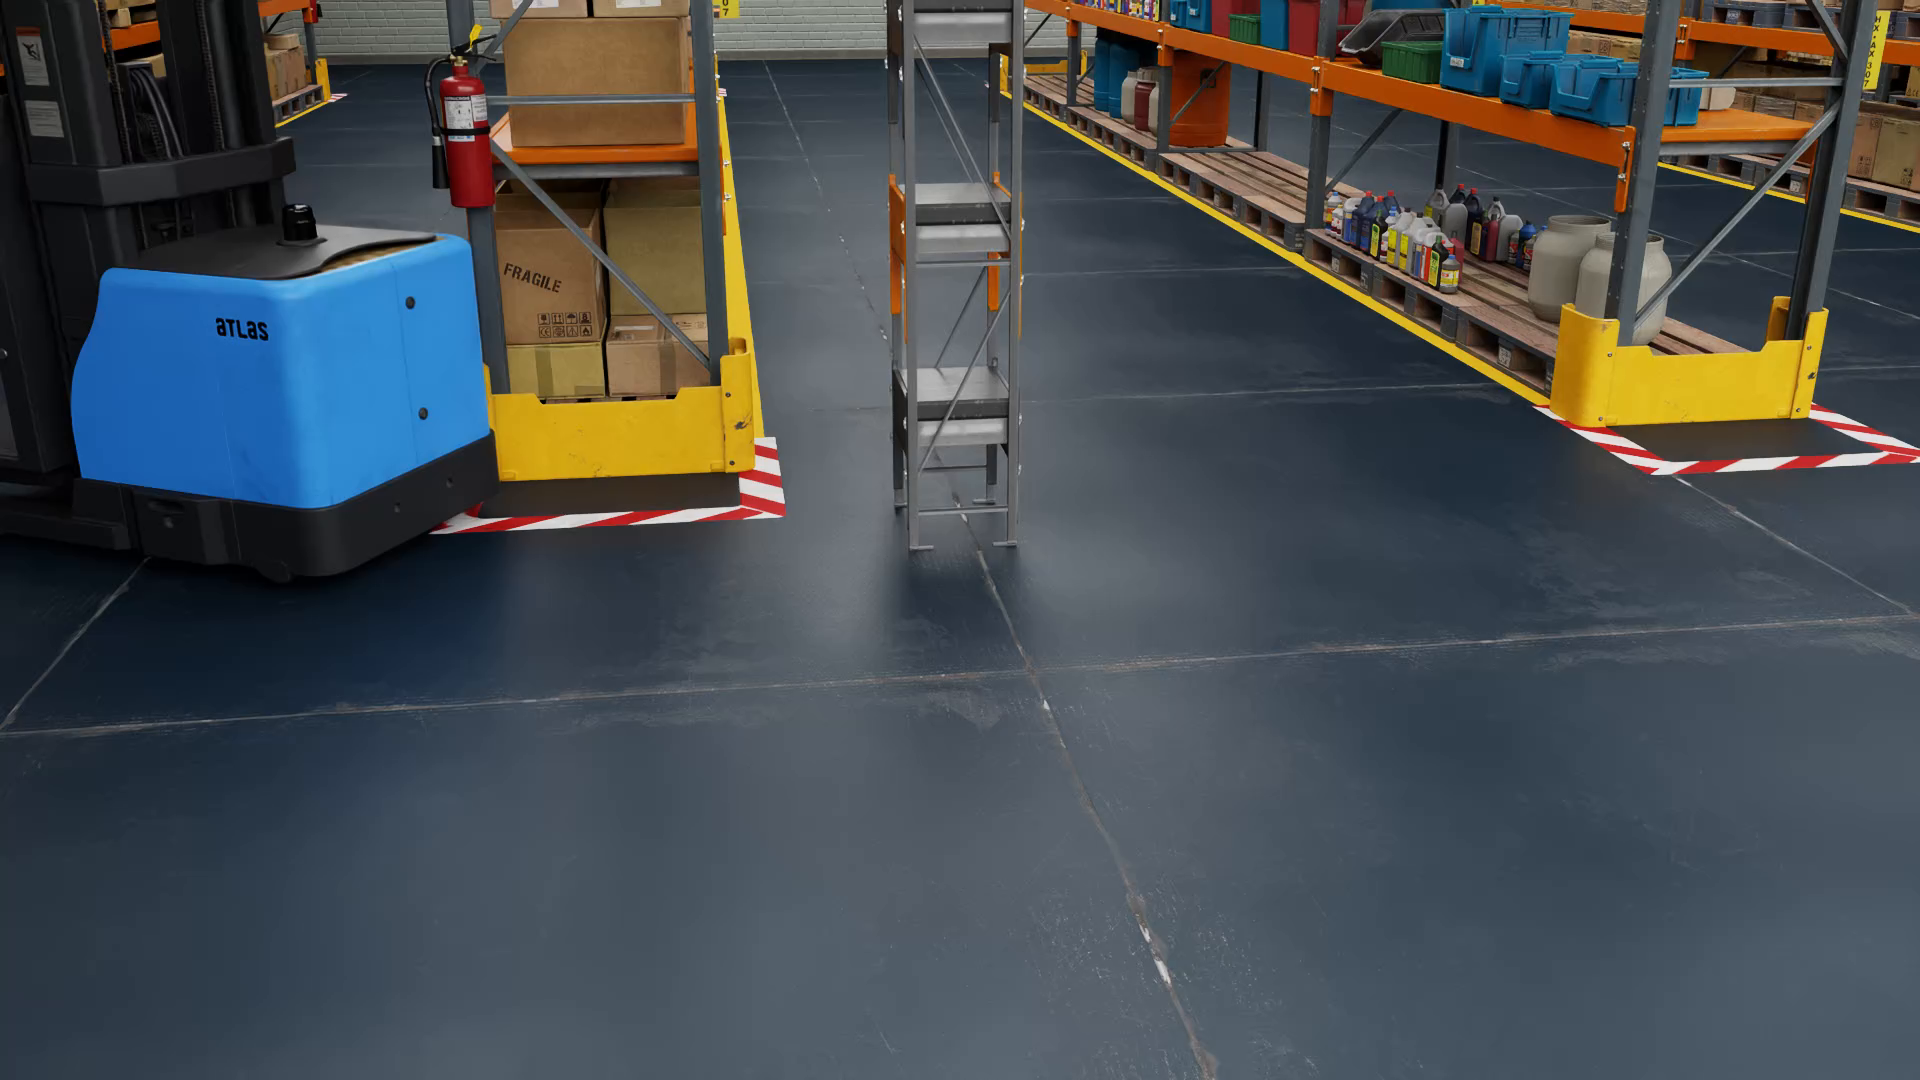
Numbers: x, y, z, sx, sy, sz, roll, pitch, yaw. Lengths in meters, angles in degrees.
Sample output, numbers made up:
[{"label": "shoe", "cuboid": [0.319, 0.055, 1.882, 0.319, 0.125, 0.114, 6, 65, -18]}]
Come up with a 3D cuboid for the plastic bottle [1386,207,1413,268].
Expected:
[{"label": "plastic bottle", "cuboid": [2.654, -1.818, 9.954, 0.144, 0.351, 0.185, -3, 21, -8]}]

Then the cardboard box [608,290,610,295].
[{"label": "cardboard box", "cuboid": [-1.994, -1.157, 8.357, 0.500, 0.250, 0.500, -3, 21, -8]}]

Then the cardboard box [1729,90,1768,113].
[{"label": "cardboard box", "cuboid": [7.300, -3.805, 15.060, 0.700, 0.500, 0.500, -4, 21, -11]}]

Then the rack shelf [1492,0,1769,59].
[{"label": "rack shelf", "cuboid": [6.896, -5.356, 17.297, 1.077, 0.370, 4.000, -3, 21, -8]}]

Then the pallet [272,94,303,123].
[{"label": "pallet", "cuboid": [-8.309, -5.020, 19.356, 1.003, 0.211, 1.213, -3, 21, -8]}]

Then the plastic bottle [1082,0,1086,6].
[{"label": "plastic bottle", "cuboid": [1.356, -5.886, 17.856, 0.061, 0.283, 0.133, -3, 21, -8]}]

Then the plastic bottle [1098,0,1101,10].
[{"label": "plastic bottle", "cuboid": [1.465, -5.625, 17.156, 0.061, 0.283, 0.133, -3, 21, -8]}]

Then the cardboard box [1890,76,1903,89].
[{"label": "cardboard box", "cuboid": [11.757, -5.696, 20.655, 0.380, 0.149, 0.250, -2, 21, -6]}]

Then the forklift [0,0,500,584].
[{"label": "forklift", "cuboid": [-3.375, -1.524, 6.109, 3.031, 2.935, 1.130, 7, 22, 19]}]

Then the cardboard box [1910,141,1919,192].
[{"label": "cardboard box", "cuboid": [7.693, -2.864, 12.542, 0.700, 0.500, 0.500, -5, 21, -12]}]

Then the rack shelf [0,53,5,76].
[{"label": "rack shelf", "cuboid": [-7.232, -3.222, 11.583, 1.077, 0.370, 4.000, -3, 21, -8]}]

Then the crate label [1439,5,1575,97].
[{"label": "crate label", "cuboid": [2.903, -2.621, 8.896, 0.502, 0.435, 0.616, -3, 21, -8]}]

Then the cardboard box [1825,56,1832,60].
[{"label": "cardboard box", "cuboid": [11.142, -6.117, 20.930, 0.380, 0.149, 0.250, -2, 21, -6]}]

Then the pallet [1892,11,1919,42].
[{"label": "pallet", "cuboid": [7.794, -3.798, 12.371, 1.003, 0.211, 1.213, -3, 21, -8]}]

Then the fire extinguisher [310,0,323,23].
[{"label": "fire extinguisher", "cuboid": [-8.239, -6.885, 21.008, 0.296, 0.674, 0.183, -3, 21, -8]}]

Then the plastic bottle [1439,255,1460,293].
[{"label": "plastic bottle", "cuboid": [2.737, -1.490, 9.289, 0.097, 0.201, 0.097, 0, 20, 0]}]

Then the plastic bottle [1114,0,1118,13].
[{"label": "plastic bottle", "cuboid": [1.610, -5.409, 16.482, 0.144, 0.351, 0.185, -3, 21, -8]}]

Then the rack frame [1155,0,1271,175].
[{"label": "rack frame", "cuboid": [2.283, -4.751, 14.649, 1.000, 3.000, 0.127, -3, 21, -8]}]

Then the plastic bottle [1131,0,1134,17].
[{"label": "plastic bottle", "cuboid": [1.686, -5.099, 15.866, 0.097, 0.201, 0.097, 0, 20, 0]}]

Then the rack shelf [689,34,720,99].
[{"label": "rack shelf", "cuboid": [-2.331, -3.473, 12.255, 1.077, 0.370, 4.000, -3, 21, -8]}]

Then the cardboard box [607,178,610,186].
[{"label": "cardboard box", "cuboid": [-2.067, -1.682, 8.689, 0.500, 0.500, 0.500, -3, 21, -8]}]

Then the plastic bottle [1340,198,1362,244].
[{"label": "plastic bottle", "cuboid": [2.545, -2.053, 10.690, 0.152, 0.276, 0.135, -2, 21, -6]}]

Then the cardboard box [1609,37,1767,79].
[{"label": "cardboard box", "cuboid": [7.105, -4.442, 16.258, 1.225, 0.875, 0.875, -4, 21, -10]}]

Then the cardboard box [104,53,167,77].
[{"label": "cardboard box", "cuboid": [-7.617, -4.006, 15.126, 0.750, 0.750, 0.750, -3, 21, -8]}]

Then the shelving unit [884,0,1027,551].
[{"label": "shelving unit", "cuboid": [-0.024, -1.041, 6.002, 0.431, 2.100, 0.503, -3, 21, -8]}]

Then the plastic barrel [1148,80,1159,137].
[{"label": "plastic barrel", "cuboid": [2.026, -4.142, 15.973, 0.421, 0.512, 0.421, 0, 20, 0]}]

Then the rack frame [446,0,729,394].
[{"label": "rack frame", "cuboid": [-1.466, -1.732, 6.567, 1.000, 3.000, 0.127, -3, 21, -8]}]

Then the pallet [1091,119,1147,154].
[{"label": "pallet", "cuboid": [1.955, -4.137, 16.990, 1.003, 0.211, 1.213, -3, 21, -8]}]

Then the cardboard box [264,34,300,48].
[{"label": "cardboard box", "cuboid": [-8.275, -6.078, 20.248, 0.380, 0.149, 0.250, -3, 21, -8]}]

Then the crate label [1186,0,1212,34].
[{"label": "crate label", "cuboid": [2.158, -4.410, 13.685, 0.502, 0.435, 0.616, -3, 21, -8]}]

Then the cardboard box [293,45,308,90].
[{"label": "cardboard box", "cuboid": [-8.474, -5.809, 20.455, 0.700, 0.500, 0.500, -3, 21, -8]}]

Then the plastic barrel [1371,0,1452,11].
[{"label": "plastic barrel", "cuboid": [3.104, -3.750, 11.252, 0.600, 0.901, 0.708, -3, 21, -8]}]

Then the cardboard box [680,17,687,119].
[{"label": "cardboard box", "cuboid": [-1.601, -2.123, 7.470, 0.700, 0.500, 0.500, -2, 21, -6]}]

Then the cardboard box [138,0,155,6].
[{"label": "cardboard box", "cuboid": [-7.474, -4.981, 14.670, 0.500, 0.500, 0.500, -3, 21, -8]}]

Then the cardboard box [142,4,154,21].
[{"label": "cardboard box", "cuboid": [-7.571, -4.799, 15.108, 0.380, 0.149, 0.250, -3, 21, -7]}]

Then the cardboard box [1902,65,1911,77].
[{"label": "cardboard box", "cuboid": [11.795, -5.743, 20.354, 0.380, 0.149, 0.250, -2, 21, -5]}]

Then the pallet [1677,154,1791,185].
[{"label": "pallet", "cuboid": [7.295, -3.424, 15.081, 1.003, 0.211, 1.213, -3, 21, -8]}]

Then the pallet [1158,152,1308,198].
[{"label": "pallet", "cuboid": [2.356, -3.174, 14.413, 1.003, 0.211, 1.213, -3, 21, -8]}]

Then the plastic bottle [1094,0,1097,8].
[{"label": "plastic bottle", "cuboid": [1.452, -5.661, 17.370, 0.097, 0.201, 0.097, 0, 20, 0]}]

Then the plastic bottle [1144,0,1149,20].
[{"label": "plastic bottle", "cuboid": [1.756, -4.931, 15.414, 0.097, 0.201, 0.097, 0, 20, 0]}]

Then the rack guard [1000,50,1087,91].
[{"label": "rack guard", "cuboid": [1.113, -6.357, 22.523, 1.175, 0.500, 0.348, -3, 21, -8]}]

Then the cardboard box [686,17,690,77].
[{"label": "cardboard box", "cuboid": [-1.973, -3.011, 9.847, 0.700, 0.500, 0.500, -3, 21, -9]}]

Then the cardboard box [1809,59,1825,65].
[{"label": "cardboard box", "cuboid": [11.068, -6.058, 21.199, 0.380, 0.149, 0.250, -2, 21, -6]}]

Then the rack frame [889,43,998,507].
[{"label": "rack frame", "cuboid": [-0.059, -1.125, 6.228, 0.400, 2.100, 0.015, -3, 21, -8]}]

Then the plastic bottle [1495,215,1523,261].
[{"label": "plastic bottle", "cuboid": [3.331, -1.853, 10.154, 0.152, 0.276, 0.135, -3, 21, -7]}]

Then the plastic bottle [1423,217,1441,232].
[{"label": "plastic bottle", "cuboid": [2.797, -1.799, 10.010, 0.152, 0.276, 0.135, -3, 21, -8]}]

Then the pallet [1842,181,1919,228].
[{"label": "pallet", "cuboid": [7.647, -2.579, 12.819, 1.003, 0.211, 1.213, -3, 21, -8]}]

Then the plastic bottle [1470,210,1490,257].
[{"label": "plastic bottle", "cuboid": [3.214, -1.899, 10.266, 0.061, 0.283, 0.133, -3, 21, -8]}]

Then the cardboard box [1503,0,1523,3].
[{"label": "cardboard box", "cuboid": [6.426, -6.260, 18.548, 0.500, 0.500, 0.500, -3, 21, -8]}]

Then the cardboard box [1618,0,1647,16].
[{"label": "cardboard box", "cuboid": [6.802, -5.379, 16.187, 0.500, 0.500, 0.500, -3, 21, -8]}]
